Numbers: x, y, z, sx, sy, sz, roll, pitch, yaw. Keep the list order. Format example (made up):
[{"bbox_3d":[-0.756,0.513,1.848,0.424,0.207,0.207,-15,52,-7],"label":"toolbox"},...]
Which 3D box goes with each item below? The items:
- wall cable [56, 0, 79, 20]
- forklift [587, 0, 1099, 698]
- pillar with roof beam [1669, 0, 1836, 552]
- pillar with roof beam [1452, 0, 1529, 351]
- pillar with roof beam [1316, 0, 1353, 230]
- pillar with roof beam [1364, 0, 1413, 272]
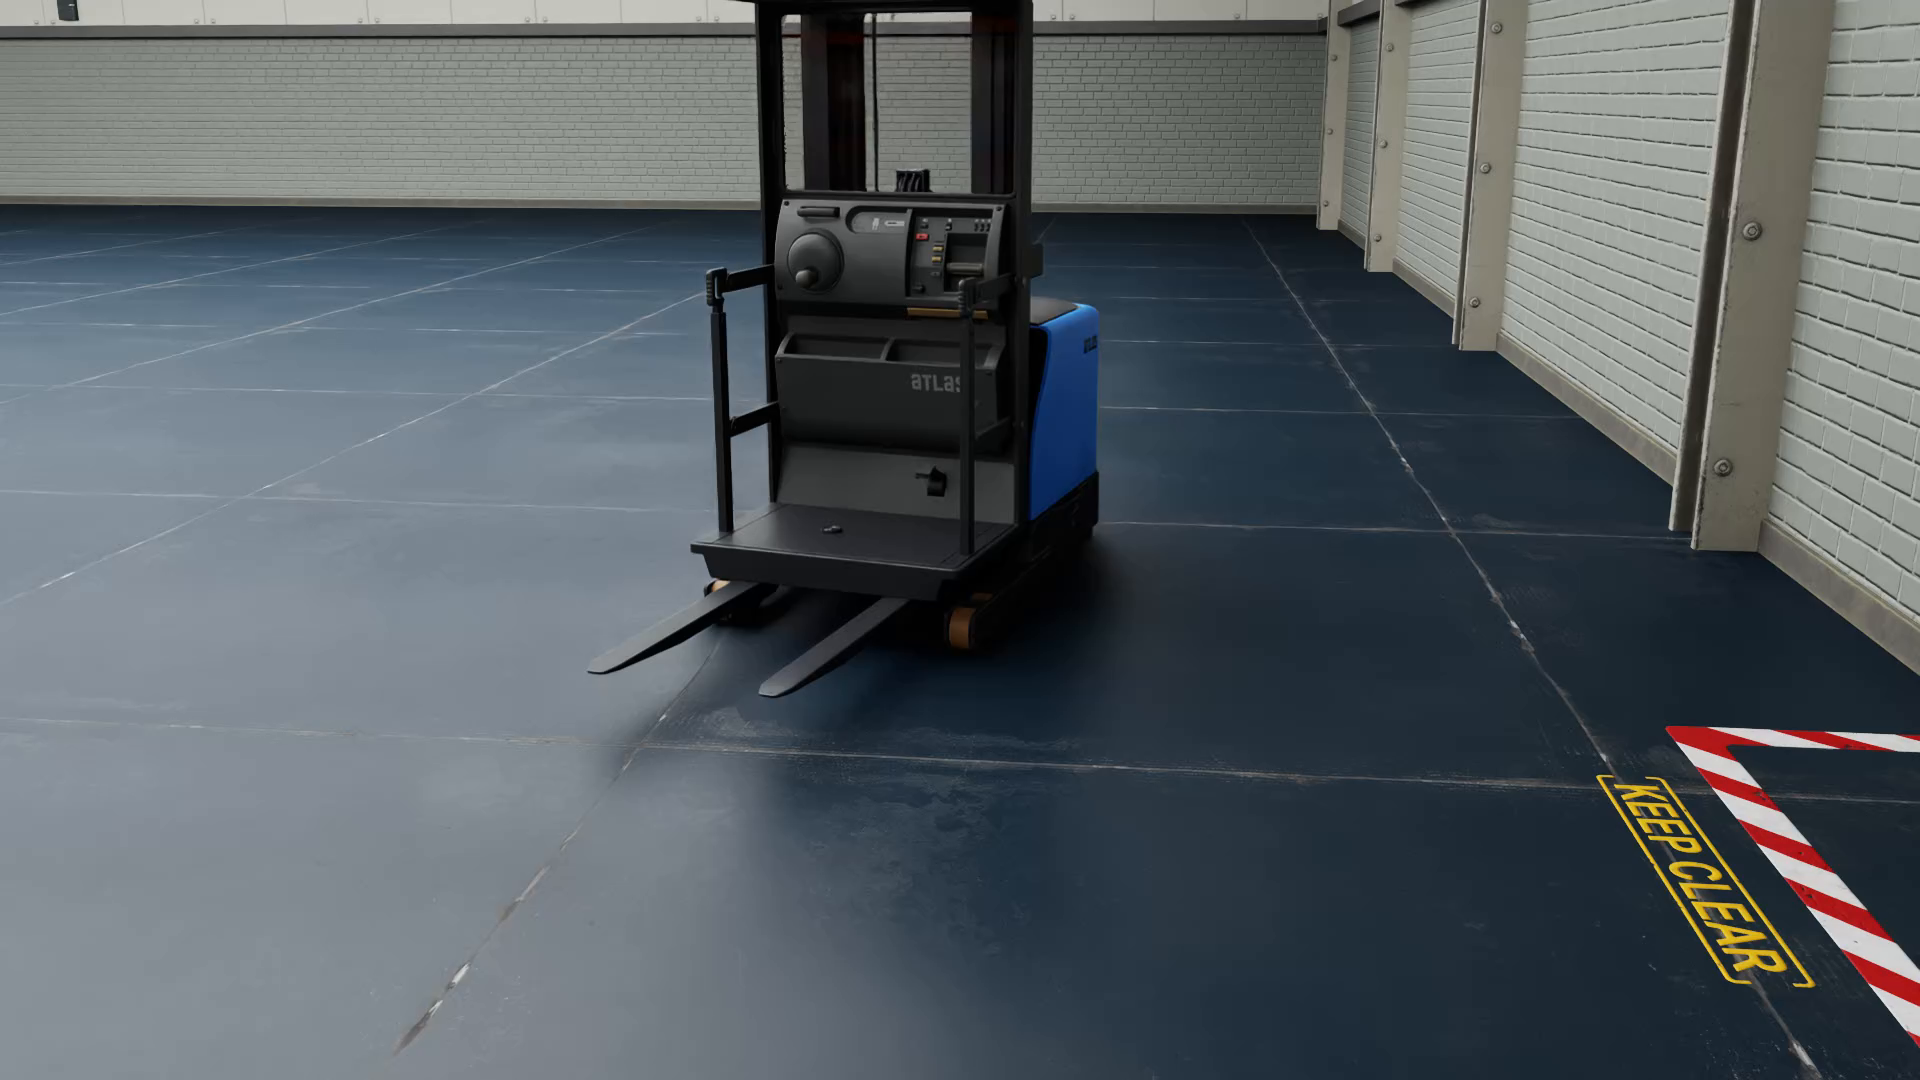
[{"bbox_3d":[-14.703,-12.027,28.384,2.305,6.003,0.169,2,15,6],"label":"wall cable"},{"bbox_3d":[-0.348,-1.125,6.206,1.130,2.935,3.031,5,16,20],"label":"forklift"},{"bbox_3d":[-0.790,-4.474,6.968,9.100,9.000,0.400,2,15,6],"label":"pillar with roof beam"},{"bbox_3d":[-0.113,-6.030,12.723,9.100,9.000,0.400,2,15,6],"label":"pillar with roof beam"},{"bbox_3d":[1.241,-9.142,24.233,9.100,9.000,0.400,2,15,6],"label":"pillar with roof beam"},{"bbox_3d":[0.564,-7.586,18.478,9.100,9.000,0.400,2,15,6],"label":"pillar with roof beam"}]
